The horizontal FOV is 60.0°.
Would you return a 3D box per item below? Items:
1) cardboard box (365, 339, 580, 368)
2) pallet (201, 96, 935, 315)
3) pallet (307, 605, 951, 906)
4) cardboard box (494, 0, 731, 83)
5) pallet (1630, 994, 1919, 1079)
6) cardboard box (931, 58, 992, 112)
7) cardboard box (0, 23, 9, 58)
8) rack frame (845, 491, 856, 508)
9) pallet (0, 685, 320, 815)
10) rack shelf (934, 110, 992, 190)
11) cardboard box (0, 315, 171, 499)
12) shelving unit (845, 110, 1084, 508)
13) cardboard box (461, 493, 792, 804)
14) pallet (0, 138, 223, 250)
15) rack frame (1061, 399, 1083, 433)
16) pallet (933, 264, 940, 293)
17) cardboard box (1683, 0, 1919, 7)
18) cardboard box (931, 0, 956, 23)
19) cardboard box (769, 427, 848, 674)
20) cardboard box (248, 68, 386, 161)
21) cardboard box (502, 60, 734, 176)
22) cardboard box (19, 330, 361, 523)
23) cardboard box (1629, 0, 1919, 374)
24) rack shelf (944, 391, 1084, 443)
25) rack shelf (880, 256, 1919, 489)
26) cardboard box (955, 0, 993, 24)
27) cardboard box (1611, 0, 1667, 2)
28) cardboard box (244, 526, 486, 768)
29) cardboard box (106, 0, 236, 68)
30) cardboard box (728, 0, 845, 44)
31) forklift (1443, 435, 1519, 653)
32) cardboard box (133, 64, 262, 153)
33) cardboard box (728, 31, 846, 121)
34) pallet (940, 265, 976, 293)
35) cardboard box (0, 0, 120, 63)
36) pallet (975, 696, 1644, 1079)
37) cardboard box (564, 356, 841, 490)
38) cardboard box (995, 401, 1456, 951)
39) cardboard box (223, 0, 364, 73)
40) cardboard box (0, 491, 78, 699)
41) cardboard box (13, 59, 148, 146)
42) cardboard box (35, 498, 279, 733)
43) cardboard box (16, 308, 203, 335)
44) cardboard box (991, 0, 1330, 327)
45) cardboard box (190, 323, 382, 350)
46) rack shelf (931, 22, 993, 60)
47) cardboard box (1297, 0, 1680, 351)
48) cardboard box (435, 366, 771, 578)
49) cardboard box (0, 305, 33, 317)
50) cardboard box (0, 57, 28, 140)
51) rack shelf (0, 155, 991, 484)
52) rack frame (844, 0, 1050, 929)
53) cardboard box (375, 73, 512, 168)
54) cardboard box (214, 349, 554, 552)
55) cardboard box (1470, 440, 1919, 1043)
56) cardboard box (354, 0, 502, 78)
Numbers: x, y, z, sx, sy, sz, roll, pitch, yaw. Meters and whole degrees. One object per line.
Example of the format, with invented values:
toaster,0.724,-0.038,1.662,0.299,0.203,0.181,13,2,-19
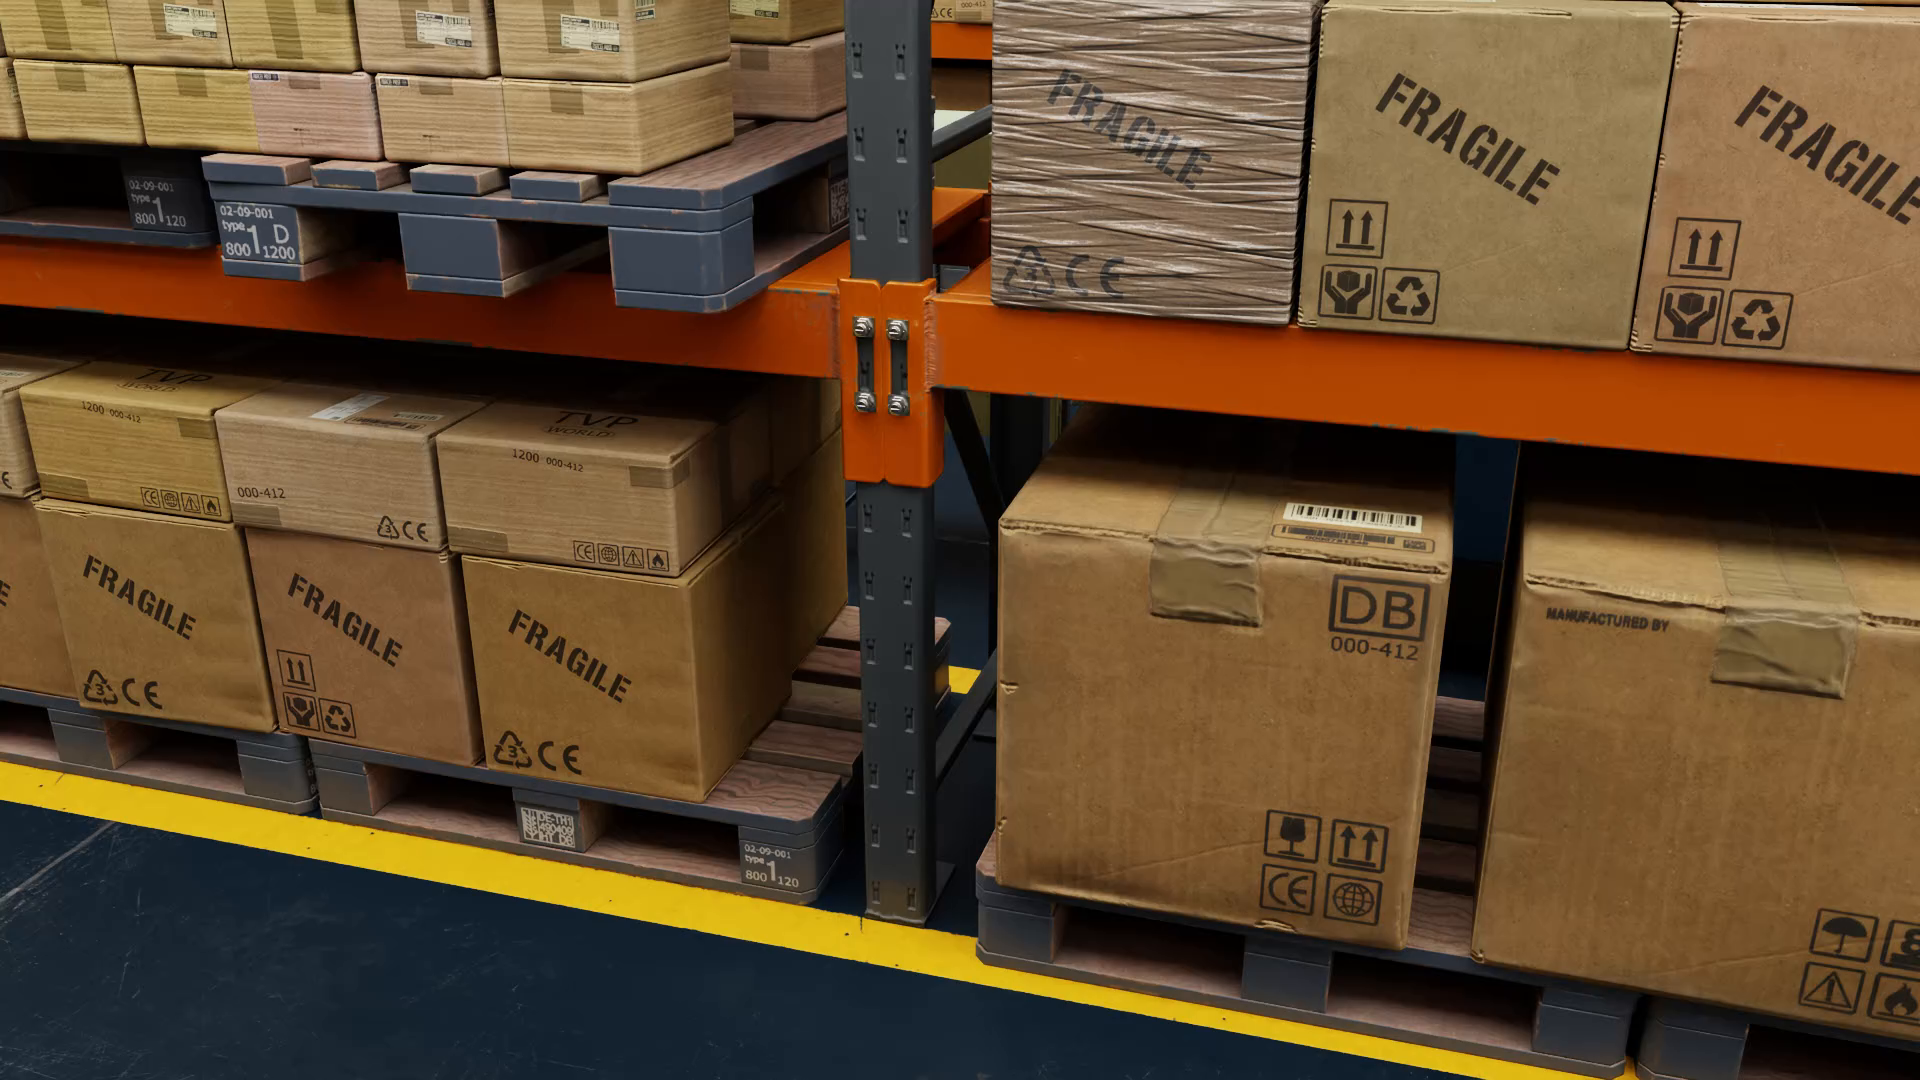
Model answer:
cardboard box,-1.065,-0.395,4.032,0.500,0.250,0.500,6,23,15
pallet,-0.702,-0.741,3.378,1.003,0.211,1.213,7,23,16
pallet,-0.737,0.413,3.985,1.213,0.211,1.003,7,23,16
cardboard box,-0.593,-0.895,2.885,0.250,0.149,0.380,7,23,17
pallet,1.908,0.748,3.169,1.213,0.211,1.003,7,23,16
cardboard box,-0.146,-2.017,8.481,0.875,0.875,0.875,7,23,16
cardboard box,-1.829,-1.036,3.228,0.250,0.149,0.380,7,23,17
rack frame,-0.344,-0.733,5.081,0.023,1.500,0.400,7,23,16
pallet,-1.901,0.279,4.312,1.213,0.211,1.003,7,23,16
rack shelf,0.006,-1.054,4.836,0.720,0.370,0.431,7,23,16
cardboard box,-2.190,-0.322,3.855,0.500,0.250,0.500,7,23,18
shelving unit,0.006,-0.693,4.984,0.755,1.500,0.431,7,23,16
cardboard box,-0.694,0.194,3.584,0.500,0.500,0.500,6,23,15
pallet,-1.896,-0.904,3.774,1.213,0.211,1.003,7,23,16
rack frame,0.357,-0.653,4.886,0.023,1.500,0.400,7,23,16
pallet,-0.553,-1.558,8.791,1.213,0.211,1.003,7,23,16
cardboard box,1.415,-1.136,2.639,0.500,0.500,0.700,6,23,15
cardboard box,-0.186,-2.603,7.862,0.500,0.250,0.500,6,23,15
cardboard box,-0.592,0.001,4.055,0.500,0.500,0.500,6,23,13
cardboard box,-1.077,-0.812,3.074,0.250,0.149,0.380,7,23,16
cardboard box,-0.594,-0.756,2.938,0.250,0.149,0.380,7,23,16
cardboard box,-1.688,-0.268,3.723,0.500,0.250,0.500,7,23,17
cardboard box,1.333,-0.580,2.599,0.500,0.500,0.500,7,23,15
rack shelf,0.006,-0.392,5.107,0.720,0.370,0.431,7,23,16
rack shelf,1.926,-0.239,2.847,4.000,0.370,1.077,7,23,16
cardboard box,0.291,-2.542,7.713,0.500,0.250,0.500,7,23,16
cardboard box,0.923,-1.192,2.774,0.500,0.500,0.700,6,23,15
cardboard box,-1.190,0.136,3.726,0.500,0.500,0.500,8,23,18
cardboard box,-1.341,-0.979,3.091,0.250,0.149,0.380,7,23,16
cardboard box,-0.393,-1.132,3.464,0.250,0.149,0.380,8,24,18
forklift,2.552,-1.057,3.985,3.031,2.935,1.130,8,24,18
cardboard box,-1.315,-0.840,3.144,0.250,0.149,0.380,6,23,15
cardboard box,-0.359,-0.991,3.512,0.250,0.149,0.380,6,23,15
pallet,0.611,-1.424,8.463,1.213,0.211,1.003,7,23,16
cardboard box,-1.579,-1.007,3.159,0.250,0.149,0.380,6,23,15
pallet,0.744,0.613,3.497,1.213,0.211,1.003,7,23,16
cardboard box,-0.579,-0.339,3.896,0.500,0.250,0.500,5,23,13
cardboard box,0.568,0.155,3.350,0.750,0.750,1.050,6,23,15
cardboard box,-1.102,-0.952,3.023,0.250,0.149,0.380,7,23,17
cardboard box,-2.175,0.020,4.009,0.500,0.500,0.500,7,23,16
cardboard box,-1.573,-0.869,3.215,0.250,0.149,0.380,6,23,13
cardboard box,-1.701,0.084,3.853,0.500,0.500,0.500,5,23,13
cardboard box,-2.034,-0.510,4.314,0.500,0.250,0.500,5,23,13
cardboard box,0.363,-0.690,2.867,0.500,0.500,0.500,7,23,16
cardboard box,-1.535,-0.454,4.175,0.500,0.250,0.500,7,23,16
rack shelf,-0.570,-2.487,8.328,4.000,0.370,1.077,7,23,16
cardboard box,0.851,-0.635,2.734,0.500,0.500,0.500,6,23,15
cardboard box,-0.719,-0.155,3.448,0.500,0.250,0.500,6,23,14
cardboard box,-2.544,-0.563,4.442,0.500,0.250,0.500,8,24,18
cardboard box,-1.820,-0.898,3.285,0.250,0.149,0.380,7,23,17
rack shelf,-1.904,-0.677,3.916,4.000,0.370,1.077,7,23,16
rack frame,0.011,-0.791,3.245,0.127,3.000,1.000,7,23,16
cardboard box,-0.831,-0.784,3.006,0.250,0.149,0.380,6,23,15
cardboard box,-1.206,-0.207,3.573,0.500,0.250,0.500,7,23,16
cardboard box,1.406,0.250,3.119,0.750,0.750,1.050,7,23,16
cardboard box,-0.849,-0.924,2.955,0.250,0.149,0.380,7,23,18
